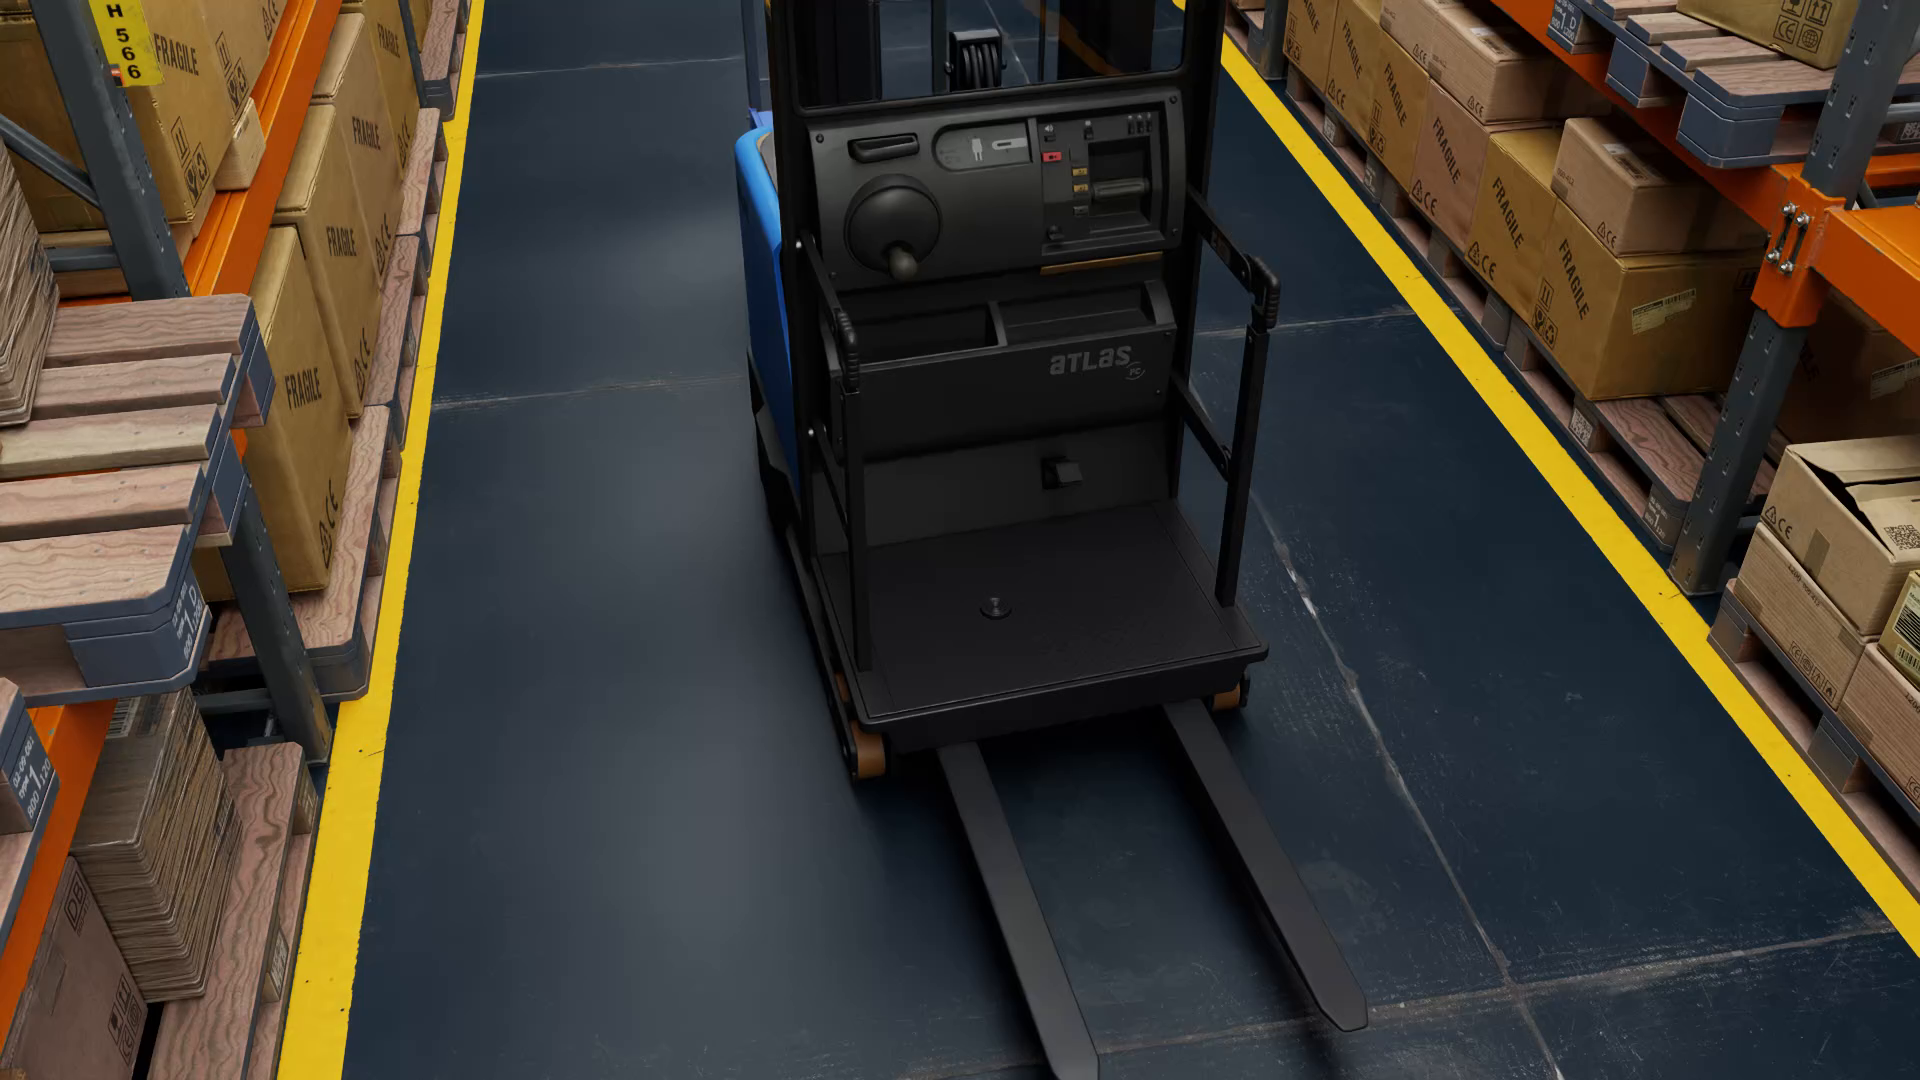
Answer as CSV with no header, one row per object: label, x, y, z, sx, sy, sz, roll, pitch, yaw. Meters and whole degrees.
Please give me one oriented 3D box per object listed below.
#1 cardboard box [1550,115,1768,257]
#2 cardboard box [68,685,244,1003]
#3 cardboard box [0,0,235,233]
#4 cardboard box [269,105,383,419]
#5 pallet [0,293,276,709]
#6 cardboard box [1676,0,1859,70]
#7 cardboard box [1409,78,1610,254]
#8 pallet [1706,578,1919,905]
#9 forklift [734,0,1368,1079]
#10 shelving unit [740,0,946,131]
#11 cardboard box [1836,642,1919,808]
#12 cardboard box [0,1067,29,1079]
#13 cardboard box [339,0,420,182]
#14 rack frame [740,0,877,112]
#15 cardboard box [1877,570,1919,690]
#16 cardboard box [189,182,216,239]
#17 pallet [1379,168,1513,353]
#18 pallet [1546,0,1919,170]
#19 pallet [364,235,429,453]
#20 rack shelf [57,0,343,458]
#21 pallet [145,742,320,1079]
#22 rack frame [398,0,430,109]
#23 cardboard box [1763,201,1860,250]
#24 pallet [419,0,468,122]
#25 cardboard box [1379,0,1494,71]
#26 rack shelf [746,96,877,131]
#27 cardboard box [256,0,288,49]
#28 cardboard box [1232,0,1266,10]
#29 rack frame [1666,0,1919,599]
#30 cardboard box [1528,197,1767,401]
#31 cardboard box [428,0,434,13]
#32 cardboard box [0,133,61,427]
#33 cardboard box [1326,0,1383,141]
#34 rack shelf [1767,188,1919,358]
cardboard box,2.266,-1.153,5.357,0.500,0.250,0.500,-5,38,-6
cardboard box,-2.024,0.680,3.608,0.700,0.500,0.500,-6,38,-7
cardboard box,-2.035,-1.048,3.814,0.500,0.500,0.500,-5,38,-7
cardboard box,-2.349,-0.867,5.331,0.750,0.750,0.750,-6,38,-8
pallet,-1.972,-0.068,3.048,1.213,0.211,1.003,-6,38,-8
cardboard box,2.453,-1.671,4.532,0.700,0.500,0.500,-19,42,-23
cardboard box,2.091,-1.453,6.354,0.500,0.500,0.500,-8,38,-10
pallet,2.781,0.505,4.428,1.003,0.211,1.213,-6,38,-8
forklift,0.160,-0.788,3.876,1.130,2.935,3.031,-9,39,-12
shelving unit,-0.421,-1.445,5.888,0.538,1.500,1.048,-9,39,-12
cardboard box,2.566,0.474,4.094,0.500,0.250,0.500,-7,38,-9
cardboard box,-1.933,1.301,2.809,0.700,0.500,0.500,-6,38,-8
cardboard box,-2.661,-1.917,6.682,0.750,0.750,0.750,-6,38,-7
rack frame,-0.553,-1.747,6.276,0.500,1.500,0.032,-9,39,-12
cardboard box,2.578,0.265,3.905,0.500,0.311,0.500,-7,38,-9
cardboard box,-2.067,-0.848,4.085,0.380,0.149,0.250,-6,38,-7
pallet,2.371,-1.187,6.605,1.003,0.211,1.213,-6,38,-8
pallet,2.487,-1.424,4.794,1.213,0.211,1.003,-6,38,-8
pallet,-2.476,-0.681,5.954,1.003,0.211,1.213,-6,38,-8
rack shelf,-2.552,-1.486,5.305,1.077,0.370,4.000,-6,38,-8
pallet,-2.066,1.011,3.777,1.003,0.211,1.213,-6,38,-8
rack frame,-2.903,-2.978,6.639,1.000,3.000,0.127,-6,38,-8
cardboard box,2.779,-0.905,5.649,0.500,0.500,0.500,-8,38,-10
pallet,-2.959,-2.345,8.096,1.003,0.211,1.213,-6,38,-8
cardboard box,1.994,-2.074,6.542,0.500,0.250,0.500,-6,38,-8
rack shelf,-0.421,-1.303,5.998,0.538,0.185,1.000,-9,39,-12
cardboard box,-2.203,-1.665,4.608,0.500,0.500,0.500,-6,38,-8
cardboard box,1.594,-3.014,8.363,0.500,0.500,0.500,-6,38,-8
rack frame,2.675,-1.097,4.218,1.000,3.000,0.127,-6,38,-8
cardboard box,2.280,-0.824,5.544,0.500,0.500,0.500,-5,38,-6
cardboard box,-3.018,-2.924,8.263,0.700,0.500,0.500,-7,38,-8
cardboard box,-2.109,-0.493,2.999,0.700,0.500,0.500,-11,39,-13
cardboard box,1.923,-2.061,7.136,0.500,0.500,0.500,-6,38,-7
rack shelf,3.025,0.395,2.883,1.077,0.370,4.000,-6,38,-8
